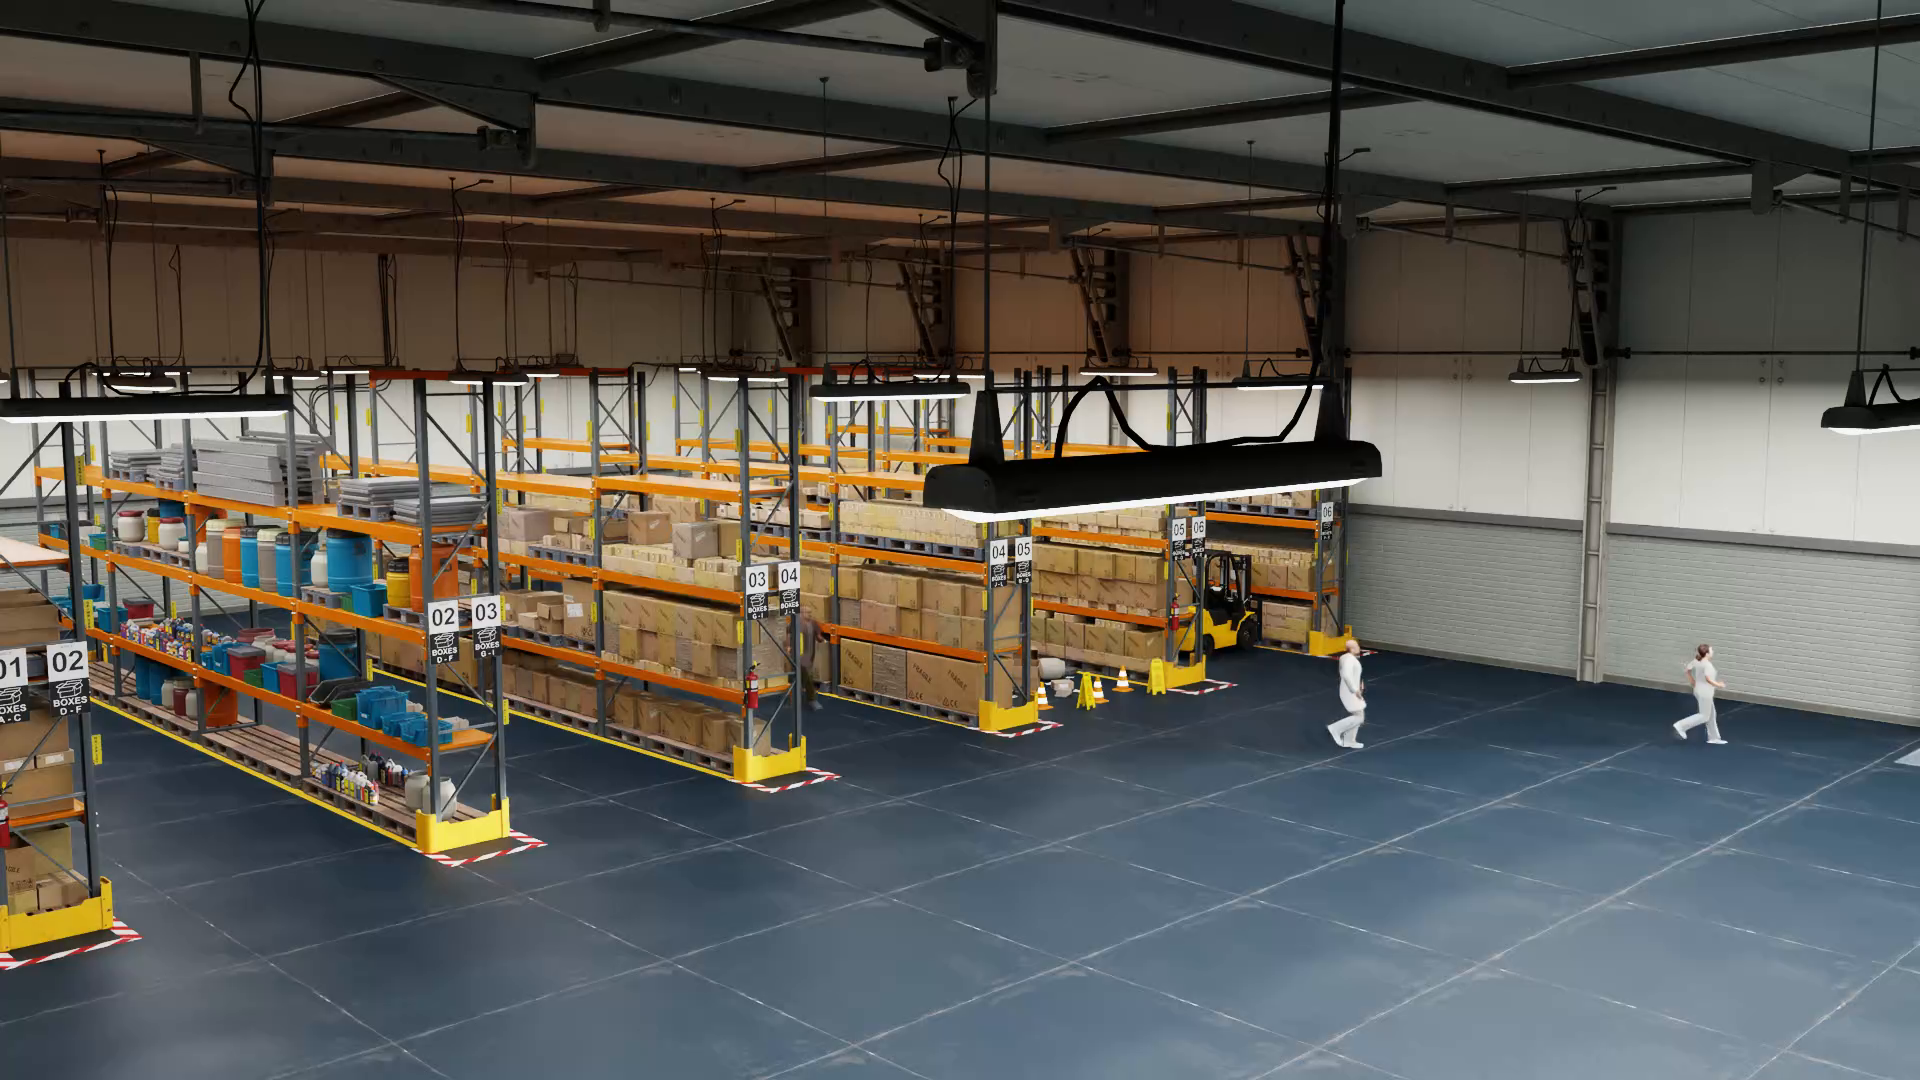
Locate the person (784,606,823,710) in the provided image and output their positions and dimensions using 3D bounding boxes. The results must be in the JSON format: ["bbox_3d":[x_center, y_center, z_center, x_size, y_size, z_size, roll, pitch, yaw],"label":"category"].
[{"bbox_3d":[-2.785,2.072,29.719,1.002,1.812,0.680,6,9,41],"label":"person"}]

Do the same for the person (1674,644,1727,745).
[{"bbox_3d":[11.946,2.493,26.784,0.913,1.657,0.569,0,6,-2],"label":"person"}]

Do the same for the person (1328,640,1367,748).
[{"bbox_3d":[6.204,2.465,26.658,0.636,1.750,0.731,0,6,2],"label":"person"}]
